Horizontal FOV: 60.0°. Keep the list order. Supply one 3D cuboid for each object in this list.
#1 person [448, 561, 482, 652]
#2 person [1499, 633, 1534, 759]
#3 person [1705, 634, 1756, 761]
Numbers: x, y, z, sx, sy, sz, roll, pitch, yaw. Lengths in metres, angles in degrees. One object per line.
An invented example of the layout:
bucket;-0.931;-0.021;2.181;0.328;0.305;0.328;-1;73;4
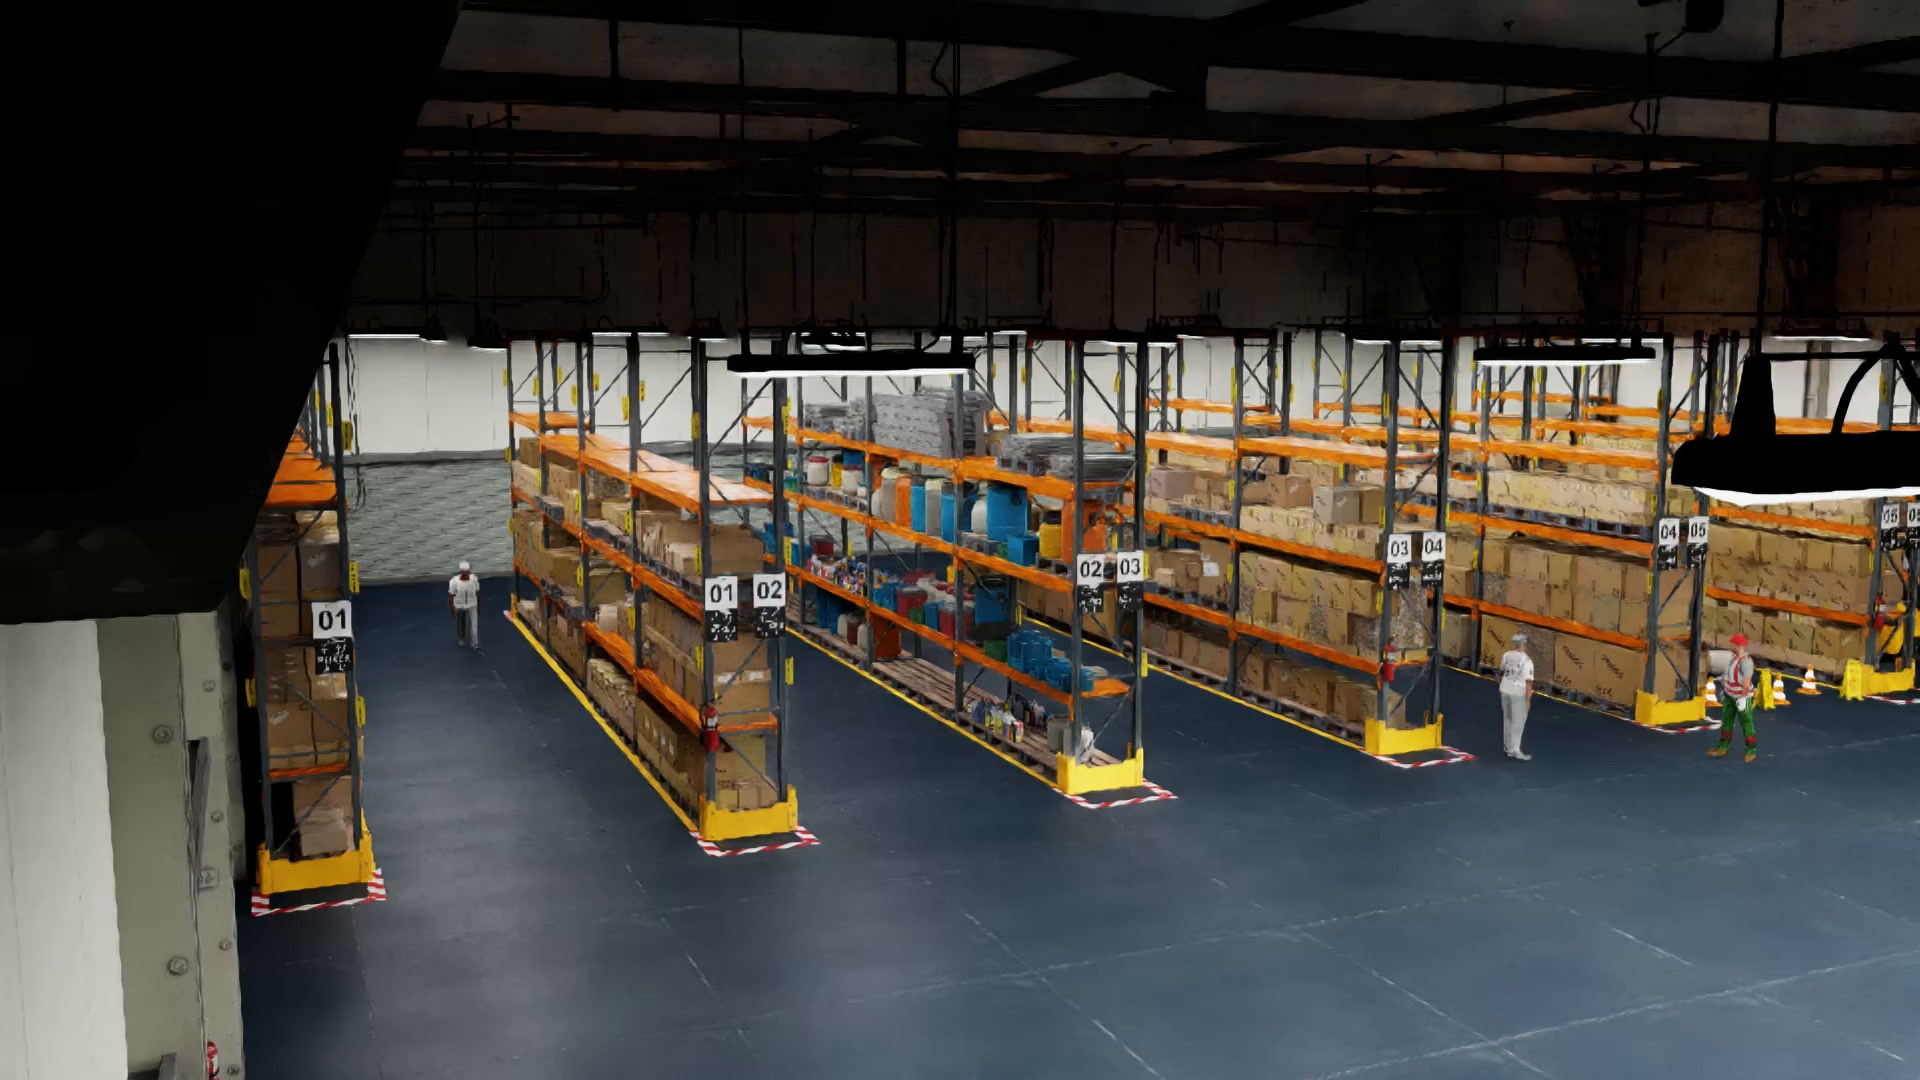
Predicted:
person;-9.327;1.228;31.335;0.577;1.690;1.121;-3;8;-21
person;7.998;2.218;23.874;0.514;1.747;0.725;-4;9;-29
person;11.025;2.216;23.716;0.594;1.785;0.670;-1;8;-4
